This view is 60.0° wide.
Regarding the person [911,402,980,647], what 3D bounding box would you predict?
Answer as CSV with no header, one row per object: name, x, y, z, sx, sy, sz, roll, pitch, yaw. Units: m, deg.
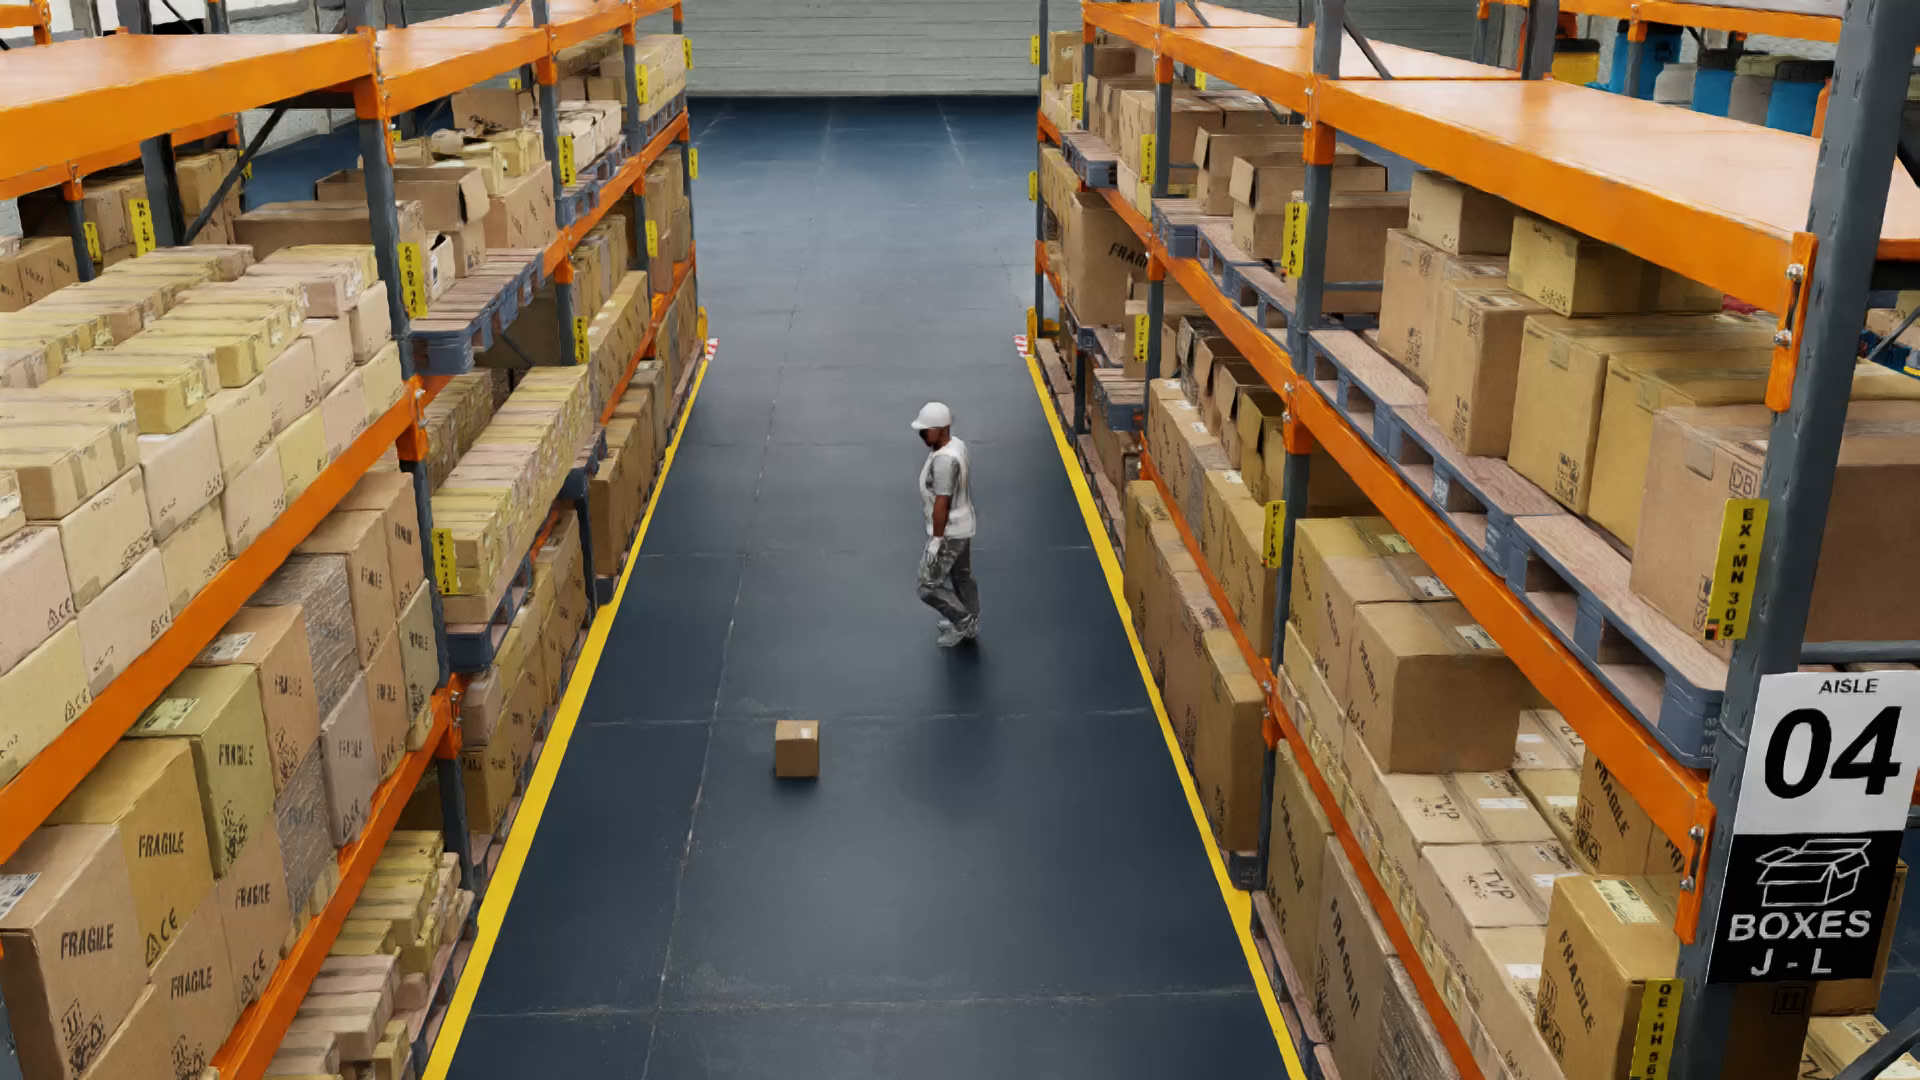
person,-0.097,-0.079,11.196,0.445,1.762,0.726,1,20,4
